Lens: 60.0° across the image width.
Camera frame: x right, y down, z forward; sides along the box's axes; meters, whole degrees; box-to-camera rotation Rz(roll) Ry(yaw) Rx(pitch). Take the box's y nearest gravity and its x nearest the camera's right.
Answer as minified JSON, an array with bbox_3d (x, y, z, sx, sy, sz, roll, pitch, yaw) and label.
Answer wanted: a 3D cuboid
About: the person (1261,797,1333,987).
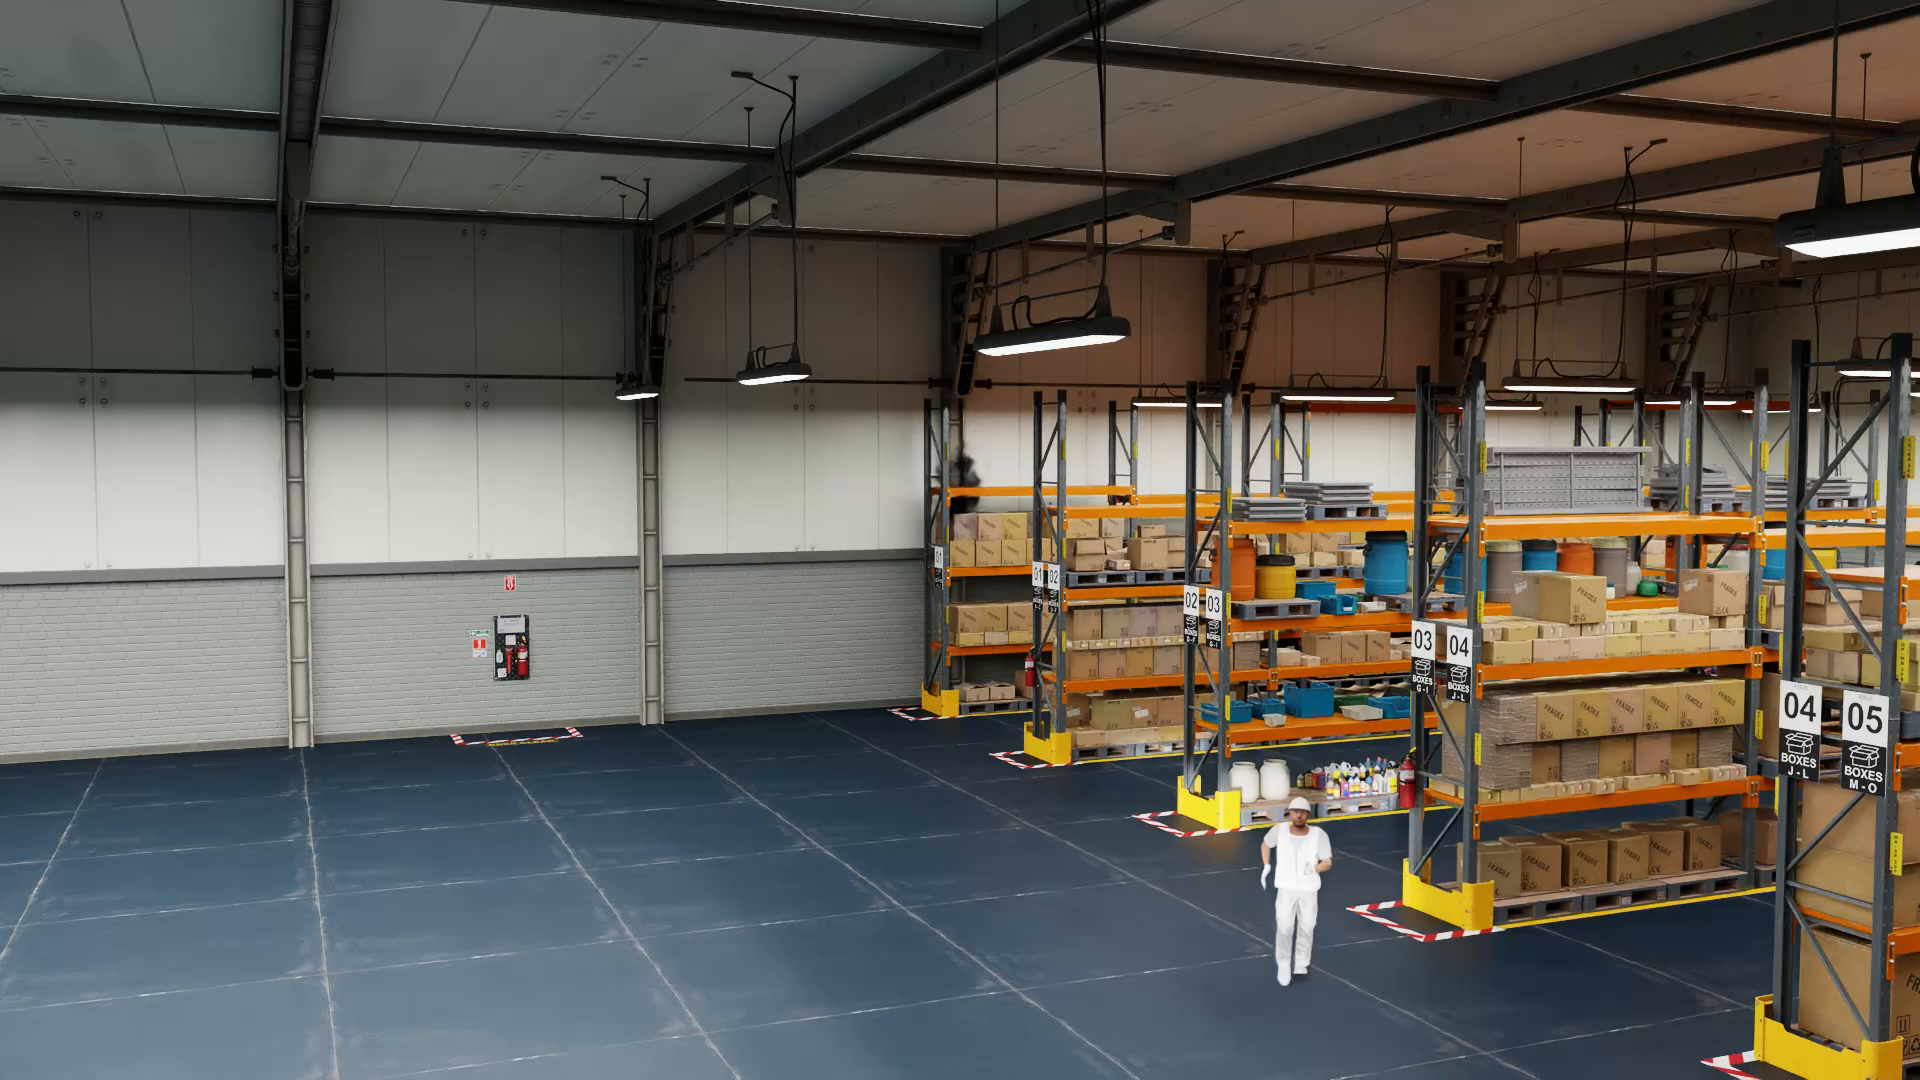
[{"bbox_3d":[3.201,3.343,15.817,0.661,1.797,0.718,1,3,9],"label":"person"}]

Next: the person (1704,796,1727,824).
[{"bbox_3d":[9.768,3.021,21.465,0.703,1.777,0.672,-2,4,-24],"label":"person"}]
